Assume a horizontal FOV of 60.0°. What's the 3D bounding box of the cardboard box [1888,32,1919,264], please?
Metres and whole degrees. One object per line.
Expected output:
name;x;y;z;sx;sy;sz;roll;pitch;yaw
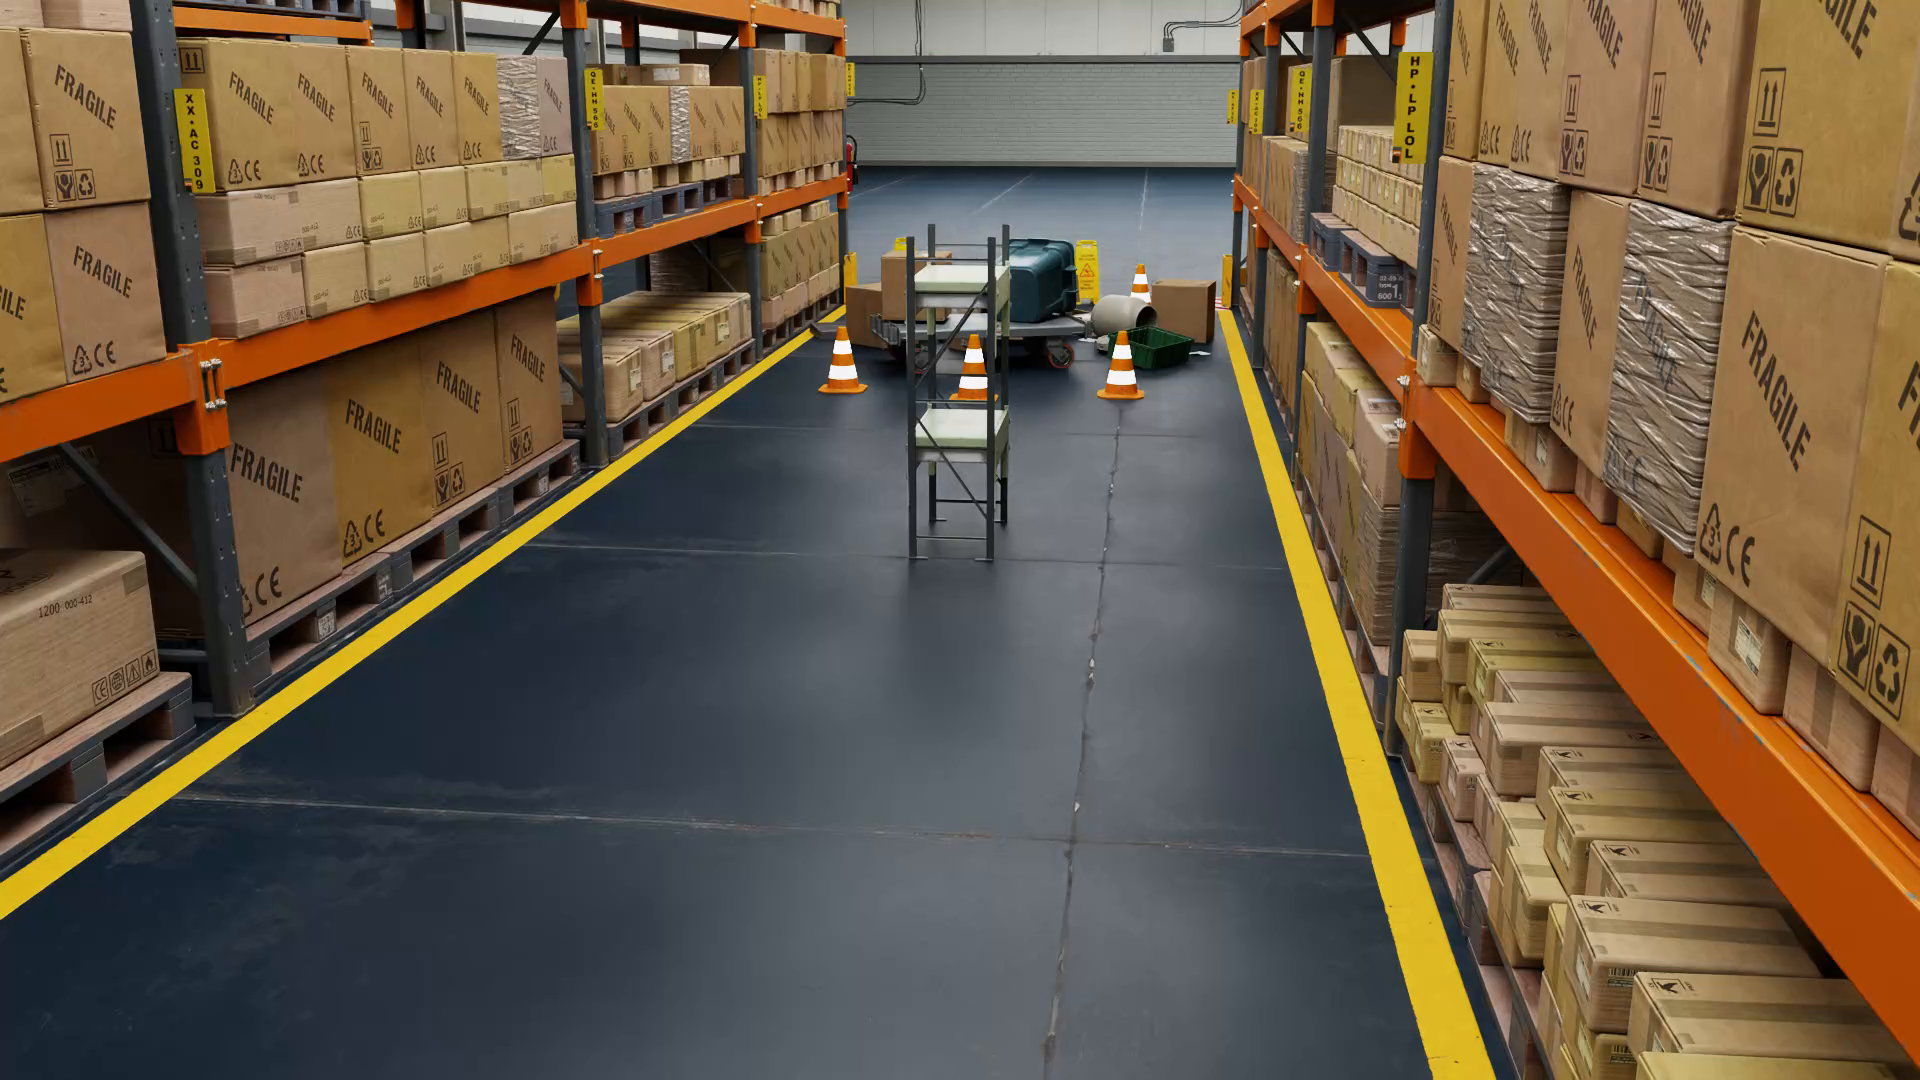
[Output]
cardboard box;1.266;-0.488;1.544;0.500;0.500;0.500;1;15;5

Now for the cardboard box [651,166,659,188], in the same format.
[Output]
cardboard box;-2.208;-2.394;10.947;0.380;0.149;0.250;2;15;8

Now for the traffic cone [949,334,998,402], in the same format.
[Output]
traffic cone;0.098;-1.227;11.815;0.336;0.463;0.334;2;15;6

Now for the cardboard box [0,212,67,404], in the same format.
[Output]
cardboard box;-2.868;-0.631;4.559;0.500;0.500;0.500;1;15;5

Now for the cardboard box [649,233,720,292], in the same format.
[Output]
cardboard box;-2.314;-2.318;14.015;0.500;0.500;0.500;1;15;5

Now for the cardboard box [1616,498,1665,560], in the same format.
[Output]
cardboard box;1.464;-0.060;3.119;0.380;0.149;0.250;2;15;7

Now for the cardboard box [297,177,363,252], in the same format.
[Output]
cardboard box;-2.656;-1.255;6.388;0.500;0.250;0.500;2;15;7

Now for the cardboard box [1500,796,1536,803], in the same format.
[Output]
cardboard box;1.535;0.663;4.053;0.380;0.149;0.250;2;15;9

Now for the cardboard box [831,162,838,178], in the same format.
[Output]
cardboard box;-1.411;-3.663;16.445;0.380;0.149;0.250;2;15;6

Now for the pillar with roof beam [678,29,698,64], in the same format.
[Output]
pillar with roof beam;-1.261;-11.386;33.030;9.100;9.000;0.400;2;15;6

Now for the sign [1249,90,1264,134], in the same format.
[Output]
sign;2.264;-3.272;12.706;0.100;0.325;0.005;2;15;6

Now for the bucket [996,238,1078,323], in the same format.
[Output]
bucket;0.540;-2.057;13.381;0.726;0.611;0.620;7;27;25

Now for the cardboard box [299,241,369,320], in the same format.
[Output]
cardboard box;-2.648;-1.013;6.449;0.500;0.250;0.500;1;15;5

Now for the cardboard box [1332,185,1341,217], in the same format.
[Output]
cardboard box;2.113;-1.734;8.504;0.380;0.149;0.250;1;15;5

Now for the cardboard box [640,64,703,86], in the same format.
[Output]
cardboard box;-2.014;-3.250;11.626;0.380;0.149;0.250;1;15;4

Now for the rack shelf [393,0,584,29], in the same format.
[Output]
rack shelf;-2.791;-2.464;7.160;1.077;0.370;4.000;2;15;6

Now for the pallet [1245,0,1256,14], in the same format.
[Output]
pallet;3.194;-5.050;15.514;1.003;0.211;1.213;2;15;6

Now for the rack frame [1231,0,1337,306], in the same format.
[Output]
rack frame;3.267;-3.837;16.607;1.000;3.000;0.127;2;15;6

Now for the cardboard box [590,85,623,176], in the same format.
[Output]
cardboard box;-2.285;-2.387;9.676;0.500;0.500;0.500;1;15;5

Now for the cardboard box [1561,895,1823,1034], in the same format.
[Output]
cardboard box;1.325;0.783;3.038;0.380;0.149;0.250;2;15;8

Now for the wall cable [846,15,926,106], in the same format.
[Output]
wall cable;-2.538;-13.851;48.096;3.097;2.526;0.112;2;15;6

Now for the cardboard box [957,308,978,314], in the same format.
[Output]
cardboard box;0.197;-2.182;15.945;0.380;0.149;0.250;11;19;35

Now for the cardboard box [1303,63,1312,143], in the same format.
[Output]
cardboard box;2.594;-2.806;10.687;0.700;0.500;0.500;2;15;6

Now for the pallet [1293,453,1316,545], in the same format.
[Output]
pallet;2.275;-0.214;8.548;1.003;0.211;1.213;2;15;6

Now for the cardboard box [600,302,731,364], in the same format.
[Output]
cardboard box;-2.249;-1.531;12.307;0.950;0.372;0.625;3;15;10

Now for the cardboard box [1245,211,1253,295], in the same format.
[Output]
cardboard box;3.256;-2.837;16.172;0.875;0.875;0.875;2;15;7

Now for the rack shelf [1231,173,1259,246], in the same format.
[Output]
rack shelf;3.041;-2.971;14.783;1.077;0.370;4.000;2;15;6

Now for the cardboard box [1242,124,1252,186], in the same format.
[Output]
cardboard box;3.042;-3.527;15.173;0.875;0.550;0.550;2;15;6

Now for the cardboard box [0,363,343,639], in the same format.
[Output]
cardboard box;-3.026;-0.185;6.365;0.875;0.875;0.875;2;15;8

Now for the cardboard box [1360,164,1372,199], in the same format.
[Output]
cardboard box;1.998;-1.598;7.433;0.380;0.149;0.250;2;15;6

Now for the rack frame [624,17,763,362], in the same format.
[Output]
rack frame;-2.114;-2.920;13.213;1.000;3.000;0.127;2;15;6

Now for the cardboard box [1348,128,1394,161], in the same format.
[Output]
cardboard box;2.060;-1.884;7.919;0.380;0.149;0.250;2;15;6

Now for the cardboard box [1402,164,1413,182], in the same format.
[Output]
cardboard box;1.854;-1.408;6.161;0.380;0.149;0.250;2;15;6

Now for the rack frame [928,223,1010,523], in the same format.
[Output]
rack frame;0.042;-0.821;8.324;0.400;1.500;0.023;2;15;6

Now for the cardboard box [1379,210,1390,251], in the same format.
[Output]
cardboard box;1.905;-1.253;6.727;0.380;0.149;0.250;2;15;9

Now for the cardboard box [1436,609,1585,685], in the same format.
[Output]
cardboard box;1.578;0.314;4.771;0.380;0.149;0.250;2;15;9

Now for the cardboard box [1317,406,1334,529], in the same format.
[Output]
cardboard box;1.925;-0.319;7.579;0.500;0.500;0.500;1;15;5

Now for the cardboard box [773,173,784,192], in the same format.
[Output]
cardboard box;-1.721;-3.070;14.252;0.380;0.149;0.250;2;15;8

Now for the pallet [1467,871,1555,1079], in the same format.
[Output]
pallet;1.737;1.114;3.639;1.003;0.211;1.213;2;15;6

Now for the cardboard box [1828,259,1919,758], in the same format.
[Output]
cardboard box;1.257;-0.004;1.667;0.500;0.500;0.500;2;15;7

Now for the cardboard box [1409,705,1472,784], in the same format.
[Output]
cardboard box;1.523;0.602;4.845;0.380;0.149;0.250;2;15;8

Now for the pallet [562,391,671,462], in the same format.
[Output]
pallet;-2.476;-0.739;10.489;1.003;0.211;1.213;2;15;6

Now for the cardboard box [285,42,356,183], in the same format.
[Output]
cardboard box;-2.652;-1.614;6.277;0.500;0.500;0.500;2;15;6

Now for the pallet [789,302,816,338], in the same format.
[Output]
pallet;-1.938;-2.066;15.398;1.003;0.211;1.213;2;15;6

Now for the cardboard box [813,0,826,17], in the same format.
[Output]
cardboard box;-1.484;-5.049;15.824;0.380;0.149;0.250;2;15;8

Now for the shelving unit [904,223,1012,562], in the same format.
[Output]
shelving unit;0.001;-0.726;7.973;0.431;1.500;0.755;2;15;6

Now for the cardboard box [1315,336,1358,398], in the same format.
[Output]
cardboard box;1.989;-0.817;7.986;0.500;0.250;0.500;2;15;6

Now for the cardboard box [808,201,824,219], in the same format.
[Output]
cardboard box;-1.500;-3.130;15.774;0.380;0.149;0.250;2;15;7

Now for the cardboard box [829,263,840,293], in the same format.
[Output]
cardboard box;-1.489;-2.609;16.526;0.500;0.250;0.500;2;15;6

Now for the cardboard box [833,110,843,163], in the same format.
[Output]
cardboard box;-1.450;-4.000;16.447;0.500;0.500;0.500;1;15;5

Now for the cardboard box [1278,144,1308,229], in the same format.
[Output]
cardboard box;2.262;-2.194;10.340;0.500;0.500;0.500;1;15;5
